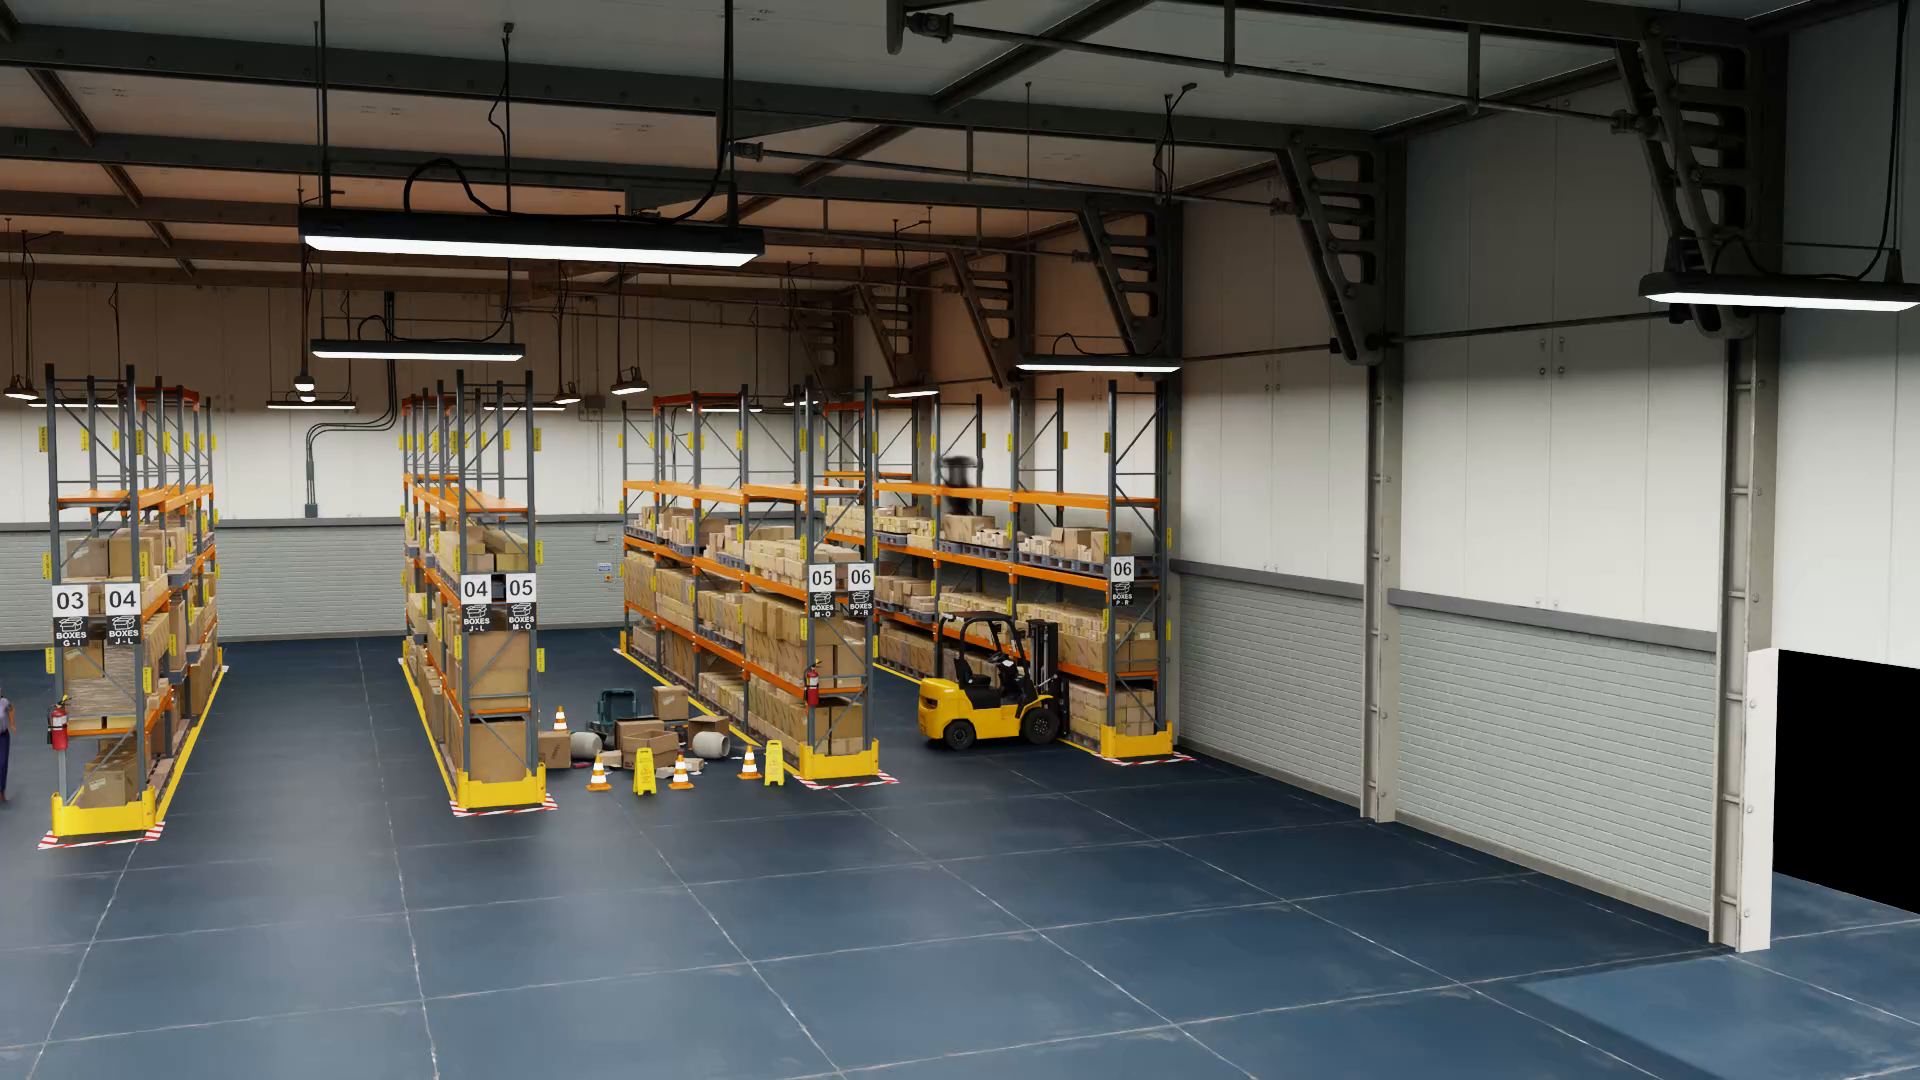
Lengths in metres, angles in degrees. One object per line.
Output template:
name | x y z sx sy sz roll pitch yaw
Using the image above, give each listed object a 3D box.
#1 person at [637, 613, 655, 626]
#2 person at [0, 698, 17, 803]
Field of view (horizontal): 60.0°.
person | -7.956 1.701 42.114 1.001 1.708 0.667 -3 4 -38
person | -13.584 2.907 23.349 0.611 1.449 0.968 -2 4 -29
